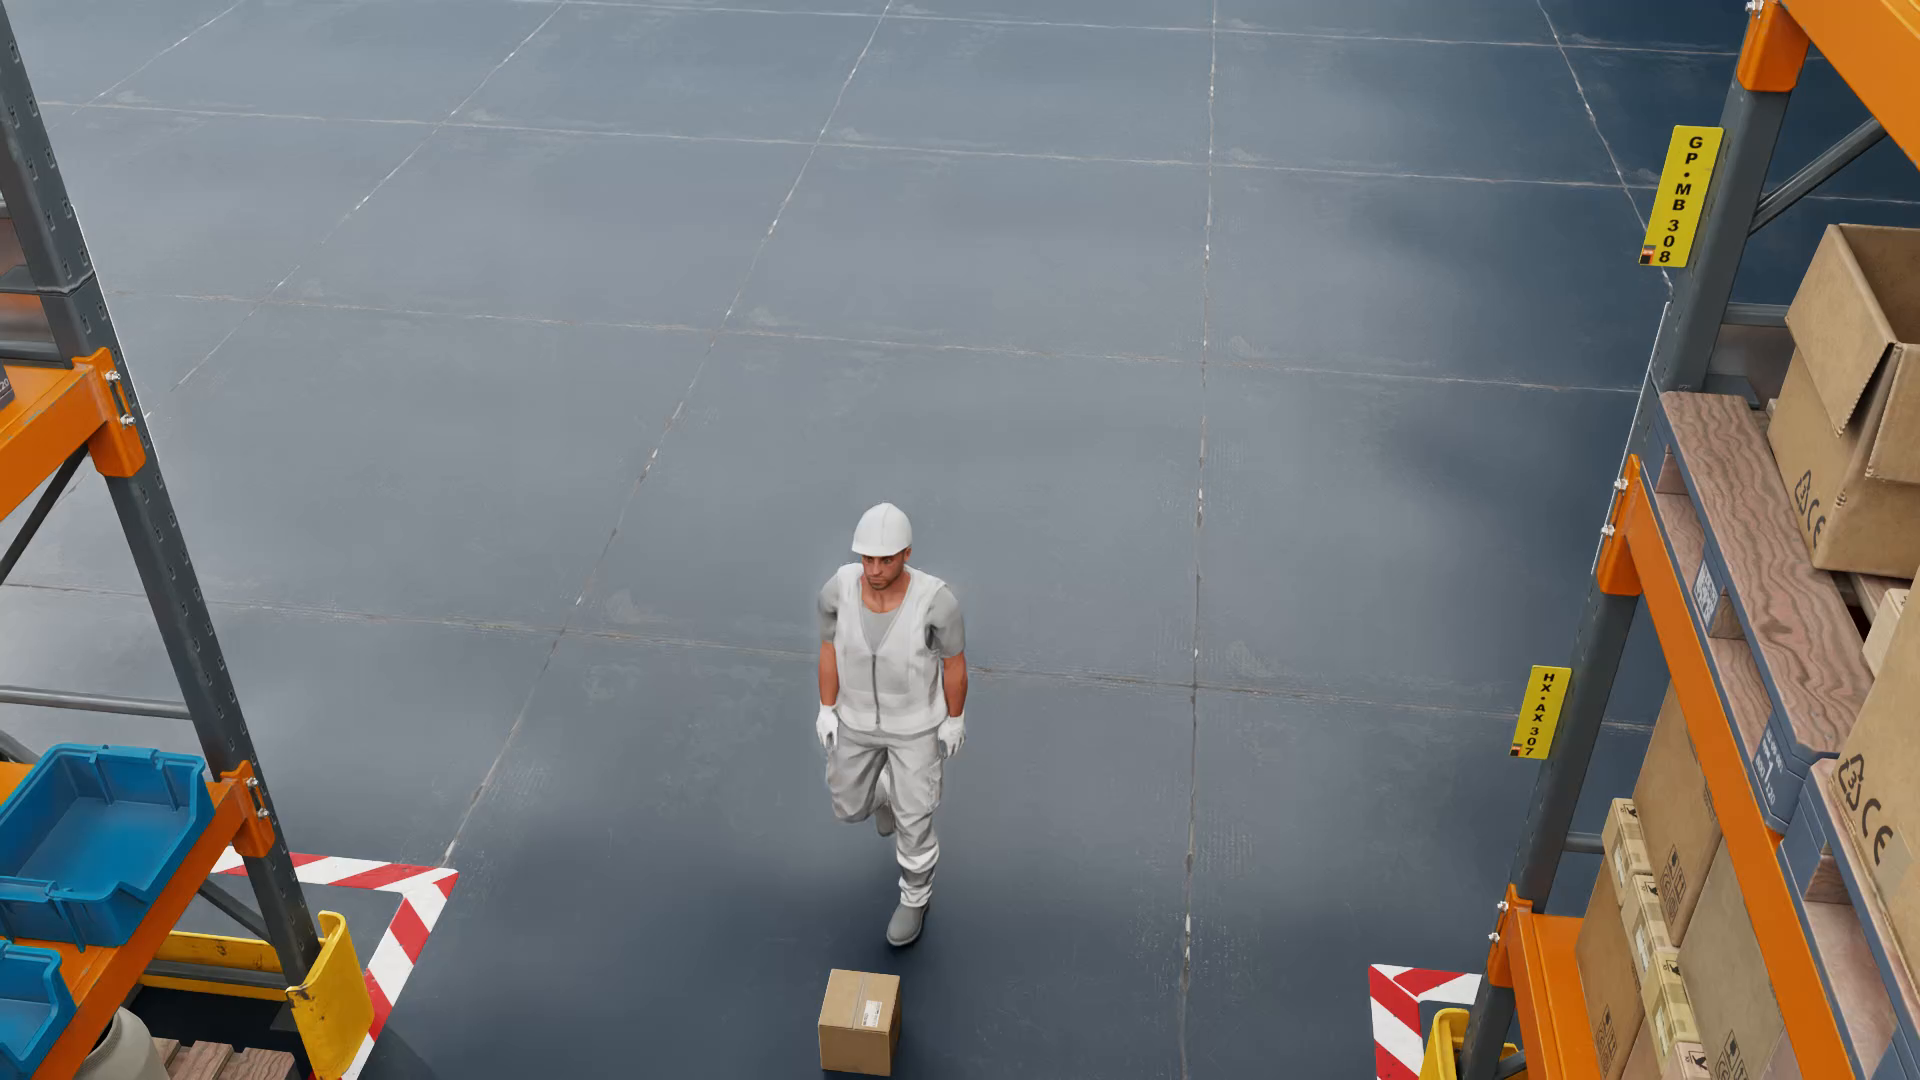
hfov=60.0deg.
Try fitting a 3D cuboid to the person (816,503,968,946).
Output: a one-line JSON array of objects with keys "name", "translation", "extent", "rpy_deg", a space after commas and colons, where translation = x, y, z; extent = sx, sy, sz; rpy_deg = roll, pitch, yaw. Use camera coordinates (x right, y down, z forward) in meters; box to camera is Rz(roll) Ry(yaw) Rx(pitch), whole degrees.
[{"name": "person", "translation": [-0.253, 0.642, 6.117], "extent": [0.554, 1.772, 0.692], "rpy_deg": [10, 37, 13]}]
